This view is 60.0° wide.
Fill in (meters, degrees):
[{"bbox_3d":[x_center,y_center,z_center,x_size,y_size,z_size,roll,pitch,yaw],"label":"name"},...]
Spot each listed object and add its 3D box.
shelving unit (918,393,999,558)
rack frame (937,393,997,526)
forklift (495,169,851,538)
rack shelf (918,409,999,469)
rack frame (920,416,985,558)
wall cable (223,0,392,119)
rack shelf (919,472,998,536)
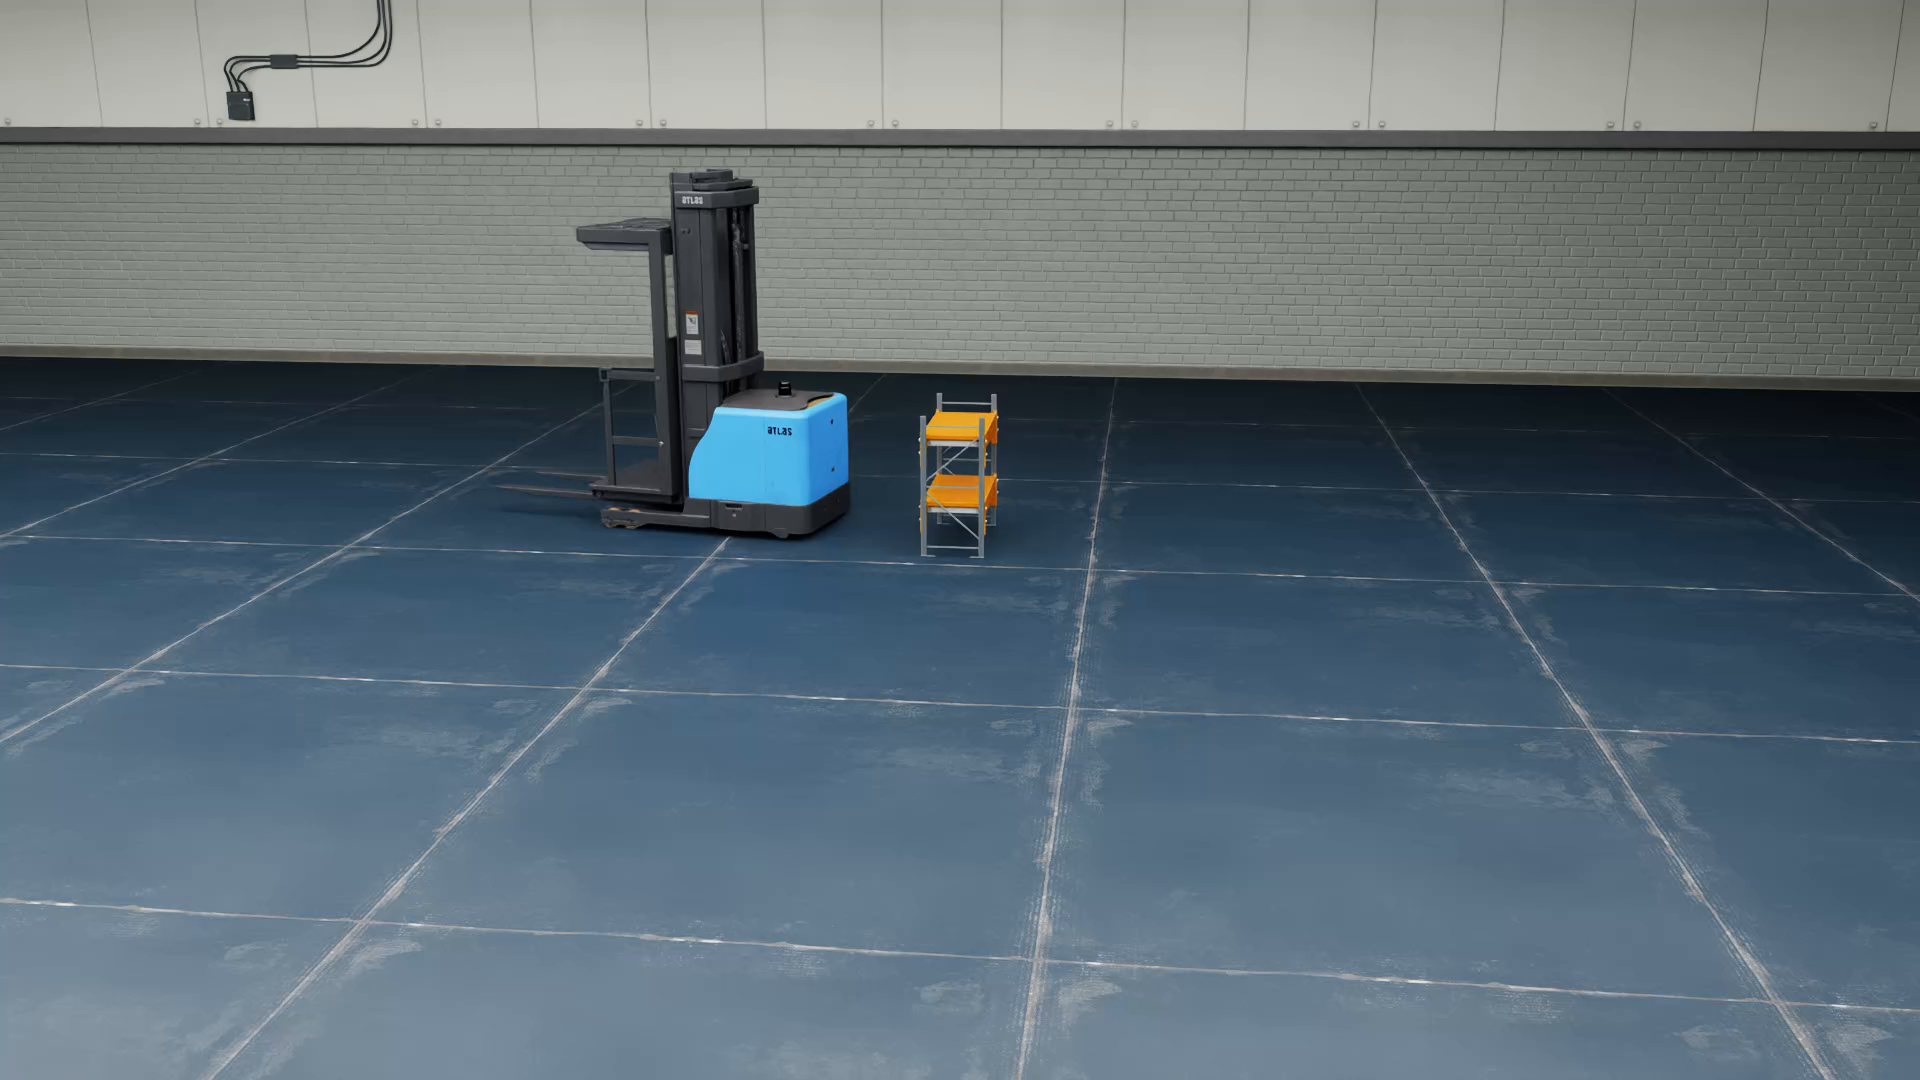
[{"bbox_3d":[-0.001,-0.541,13.509,0.538,1.125,1.048,2,15,6],"label":"shelving unit"},{"bbox_3d":[0.057,-0.673,13.996,0.500,1.125,0.032,2,15,6],"label":"rack frame"},{"bbox_3d":[-2.524,-1.631,14.077,3.031,2.935,1.130,5,16,17],"label":"forklift"},{"bbox_3d":[-0.001,-0.824,13.432,0.538,0.278,1.000,2,15,6],"label":"rack shelf"},{"bbox_3d":[-0.058,-0.409,13.021,0.500,1.125,0.032,2,15,6],"label":"rack frame"},{"bbox_3d":[-8.427,-8.383,20.909,2.305,6.003,0.169,2,15,6],"label":"wall cable"},{"bbox_3d":[-0.001,-0.305,13.573,0.538,0.278,1.000,2,15,6],"label":"rack shelf"}]
